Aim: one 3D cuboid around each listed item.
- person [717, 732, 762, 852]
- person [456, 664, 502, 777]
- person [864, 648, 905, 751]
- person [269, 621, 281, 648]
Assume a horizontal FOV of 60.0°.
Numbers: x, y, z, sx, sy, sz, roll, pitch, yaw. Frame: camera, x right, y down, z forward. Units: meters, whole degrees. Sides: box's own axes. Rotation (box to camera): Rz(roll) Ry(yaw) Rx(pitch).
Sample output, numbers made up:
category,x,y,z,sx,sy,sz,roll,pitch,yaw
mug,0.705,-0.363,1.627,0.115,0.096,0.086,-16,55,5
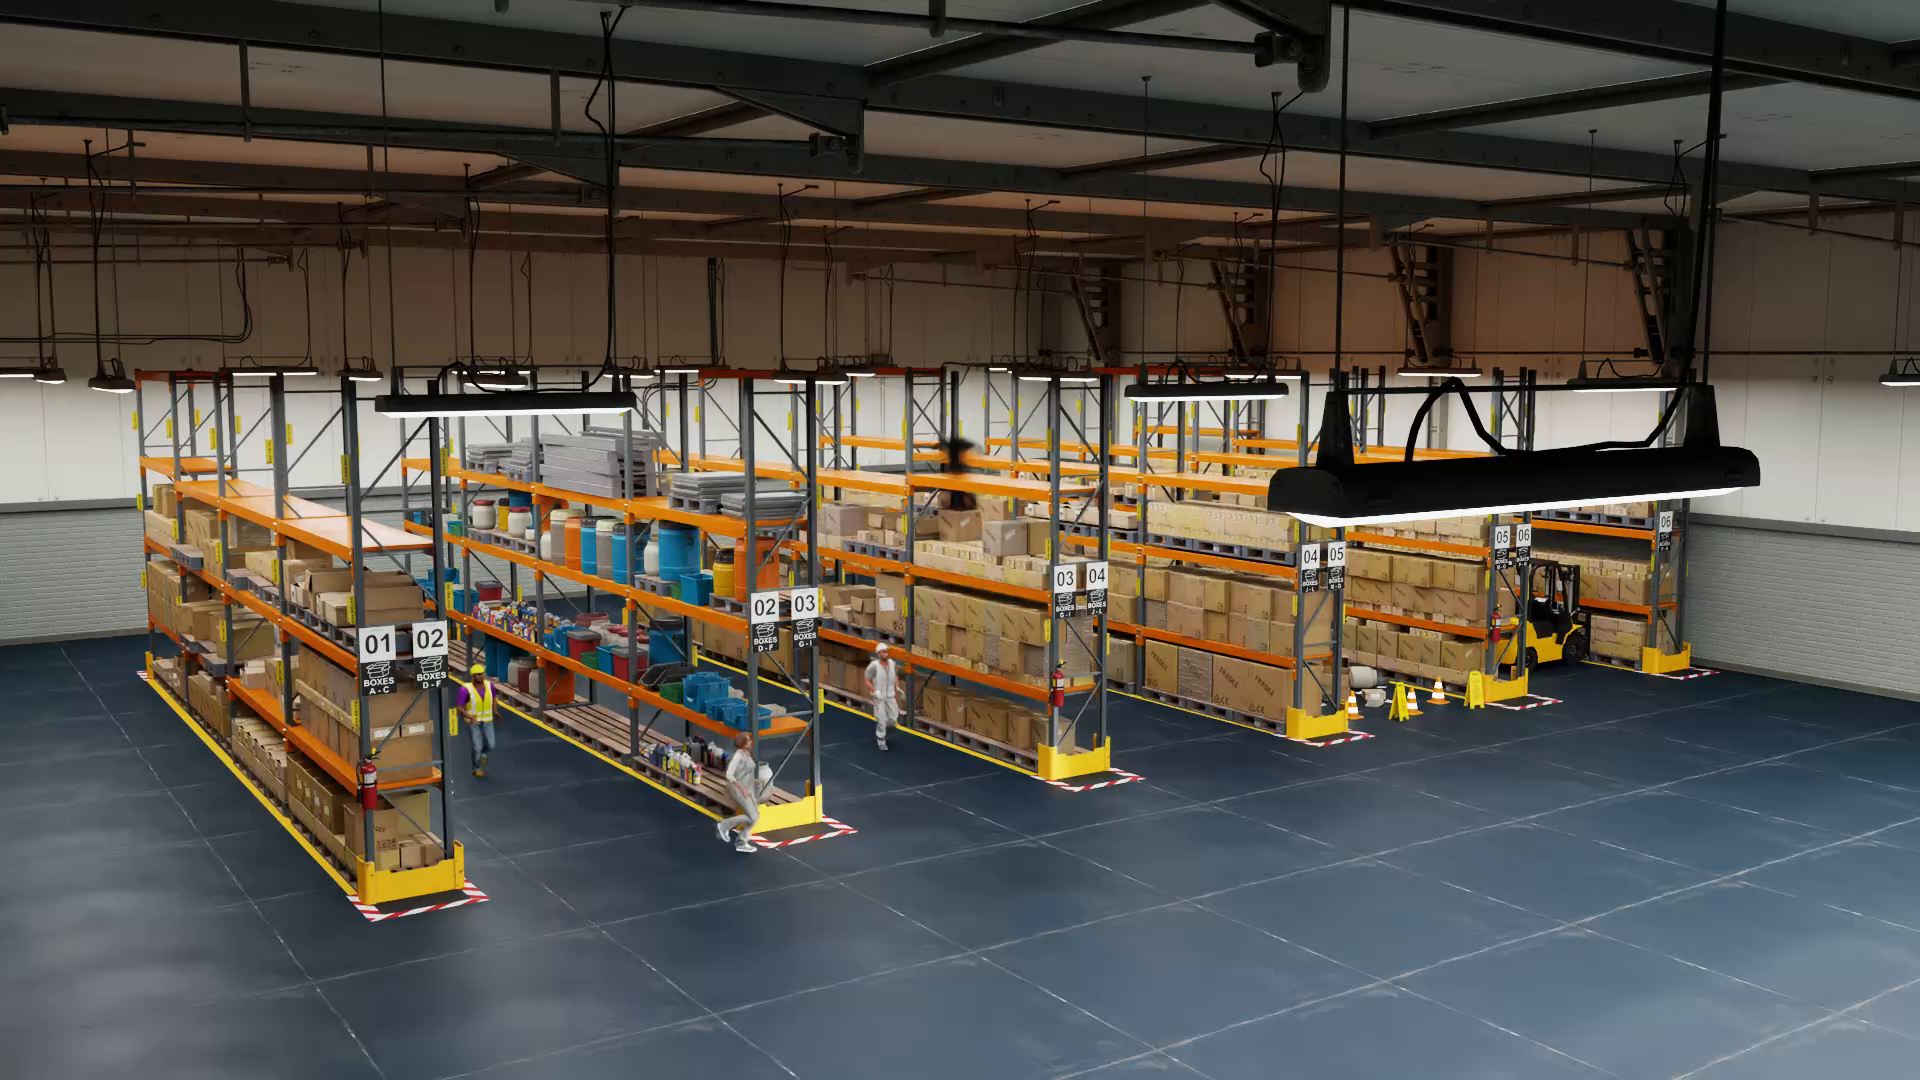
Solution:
category,x,y,z,sx,sy,sz,roll,pitch,yaw
person,-2.792,3.193,21.071,0.548,1.545,0.539,1,7,9
person,-7.148,2.691,24.762,0.690,1.708,0.632,-5,8,-38
person,-1.213,2.513,26.494,0.662,1.680,0.648,-3,7,-28
person,-13.763,1.762,33.086,0.733,1.746,0.568,6,9,44
